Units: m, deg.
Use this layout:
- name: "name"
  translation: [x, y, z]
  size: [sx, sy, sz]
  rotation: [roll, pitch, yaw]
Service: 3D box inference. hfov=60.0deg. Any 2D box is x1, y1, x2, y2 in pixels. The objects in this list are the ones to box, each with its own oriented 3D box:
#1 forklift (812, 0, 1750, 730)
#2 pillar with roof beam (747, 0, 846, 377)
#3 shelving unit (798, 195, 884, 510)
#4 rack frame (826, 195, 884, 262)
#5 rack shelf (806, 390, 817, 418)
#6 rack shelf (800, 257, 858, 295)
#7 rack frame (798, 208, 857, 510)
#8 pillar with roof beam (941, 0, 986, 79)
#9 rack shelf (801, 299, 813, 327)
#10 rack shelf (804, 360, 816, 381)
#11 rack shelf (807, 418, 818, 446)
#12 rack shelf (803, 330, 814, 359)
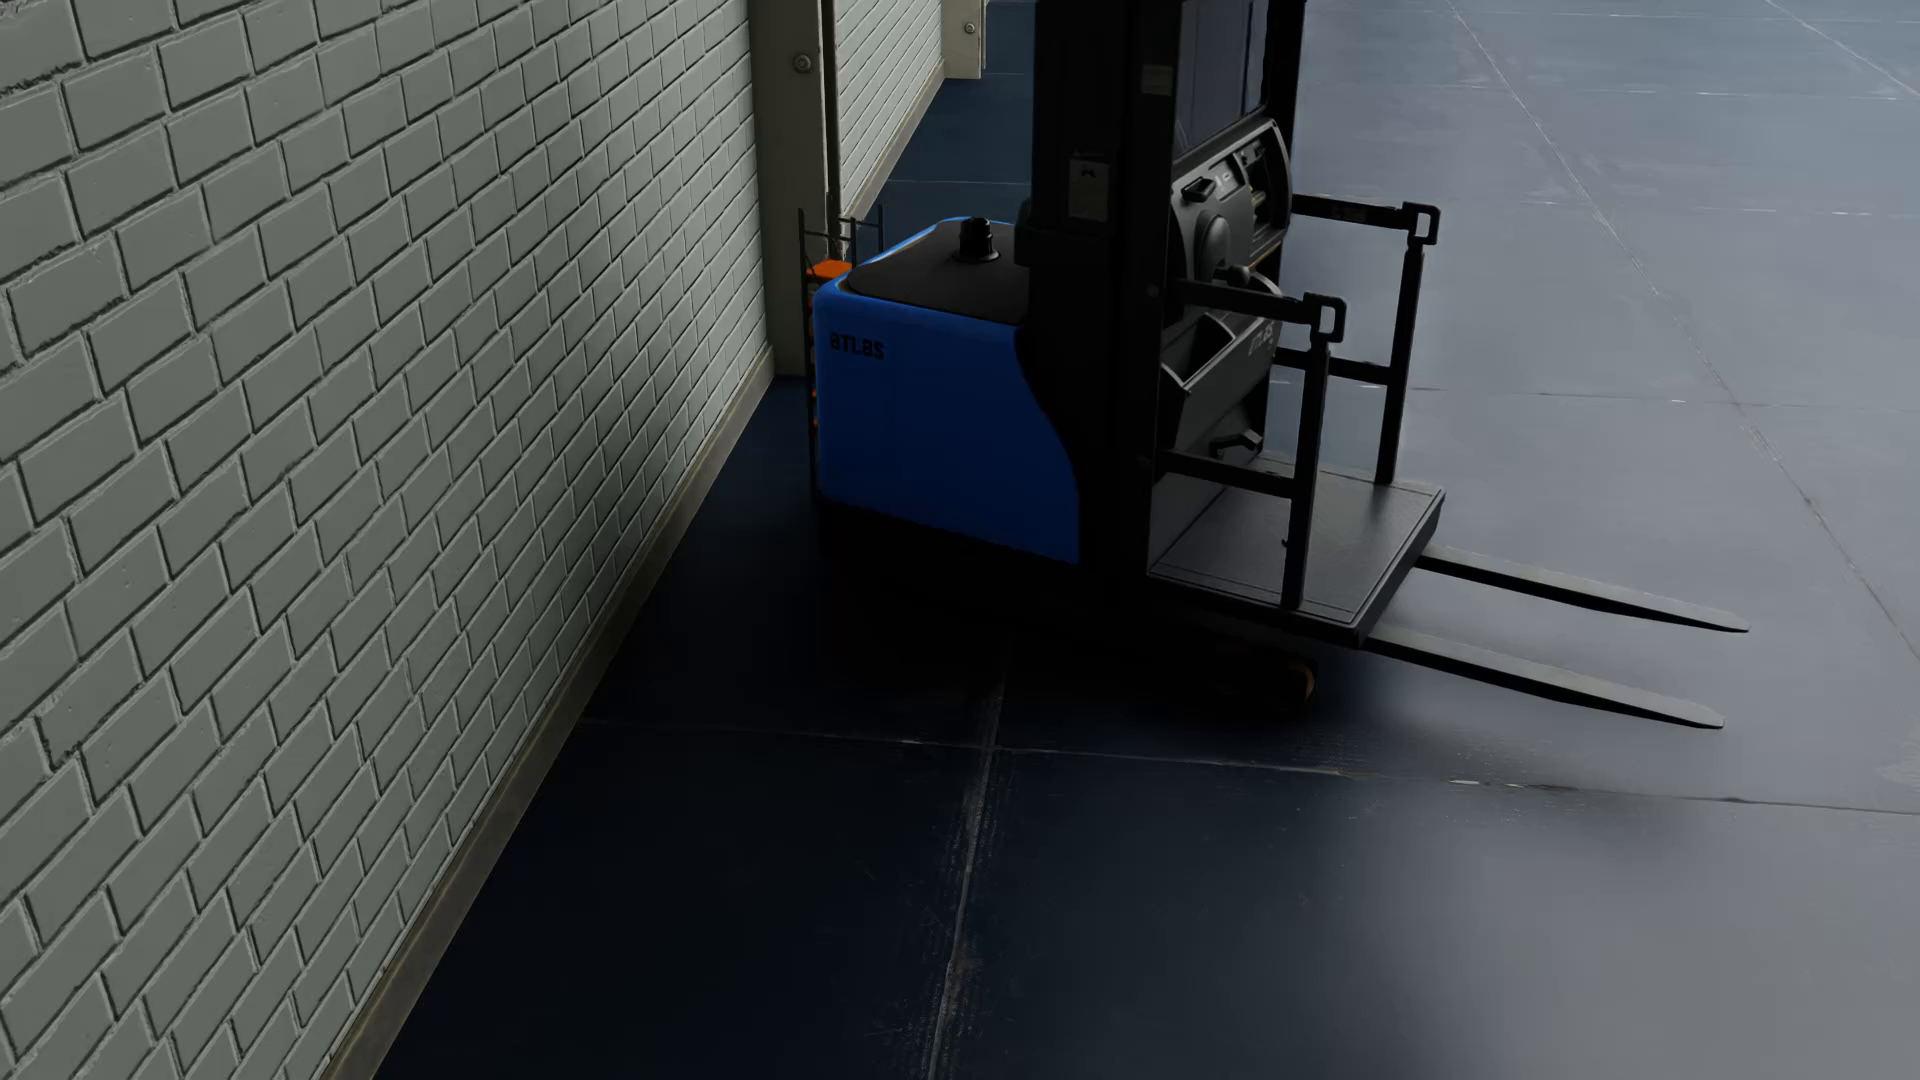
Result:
- name: "forklift"
  translation: [1.029, -1.041, 5.091]
  size: [3.031, 2.935, 1.130]
  rotation: [15, 32, 25]
- name: "pillar with roof beam"
  translation: [3.561, -4.559, 5.225]
  size: [9.100, 9.000, 0.400]
  rotation: [3, 28, 6]
- name: "shelving unit"
  translation: [-0.425, -0.661, 6.212]
  size: [0.258, 1.200, 0.189]
  rotation: [15, 32, 25]
- name: "rack frame"
  translation: [-0.381, -0.699, 6.283]
  size: [0.240, 1.200, 0.006]
  rotation: [15, 32, 25]
- name: "rack shelf"
  translation: [-0.425, -0.517, 6.290]
  size: [0.258, 0.103, 0.180]
  rotation: [15, 32, 25]
- name: "rack shelf"
  translation: [-0.425, -0.939, 6.063]
  size: [0.258, 0.103, 0.180]
  rotation: [15, 32, 25]
- name: "rack frame"
  translation: [-0.469, -0.623, 6.142]
  size: [0.240, 1.200, 0.006]
  rotation: [15, 32, 25]
- name: "pillar with roof beam"
  translation: [4.296, -7.383, 10.467]
  size: [9.100, 9.000, 0.400]
  rotation: [3, 28, 6]
- name: "rack shelf"
  translation: [-0.425, -0.834, 6.120]
  size: [0.258, 0.103, 0.180]
  rotation: [15, 32, 25]
- name: "rack shelf"
  translation: [-0.425, -0.622, 6.233]
  size: [0.258, 0.103, 0.180]
  rotation: [15, 32, 25]
- name: "rack shelf"
  translation: [-0.425, -0.411, 6.347]
  size: [0.258, 0.103, 0.180]
  rotation: [15, 32, 25]
- name: "rack shelf"
  translation: [-0.425, -0.728, 6.176]
  size: [0.258, 0.103, 0.180]
  rotation: [15, 32, 25]
